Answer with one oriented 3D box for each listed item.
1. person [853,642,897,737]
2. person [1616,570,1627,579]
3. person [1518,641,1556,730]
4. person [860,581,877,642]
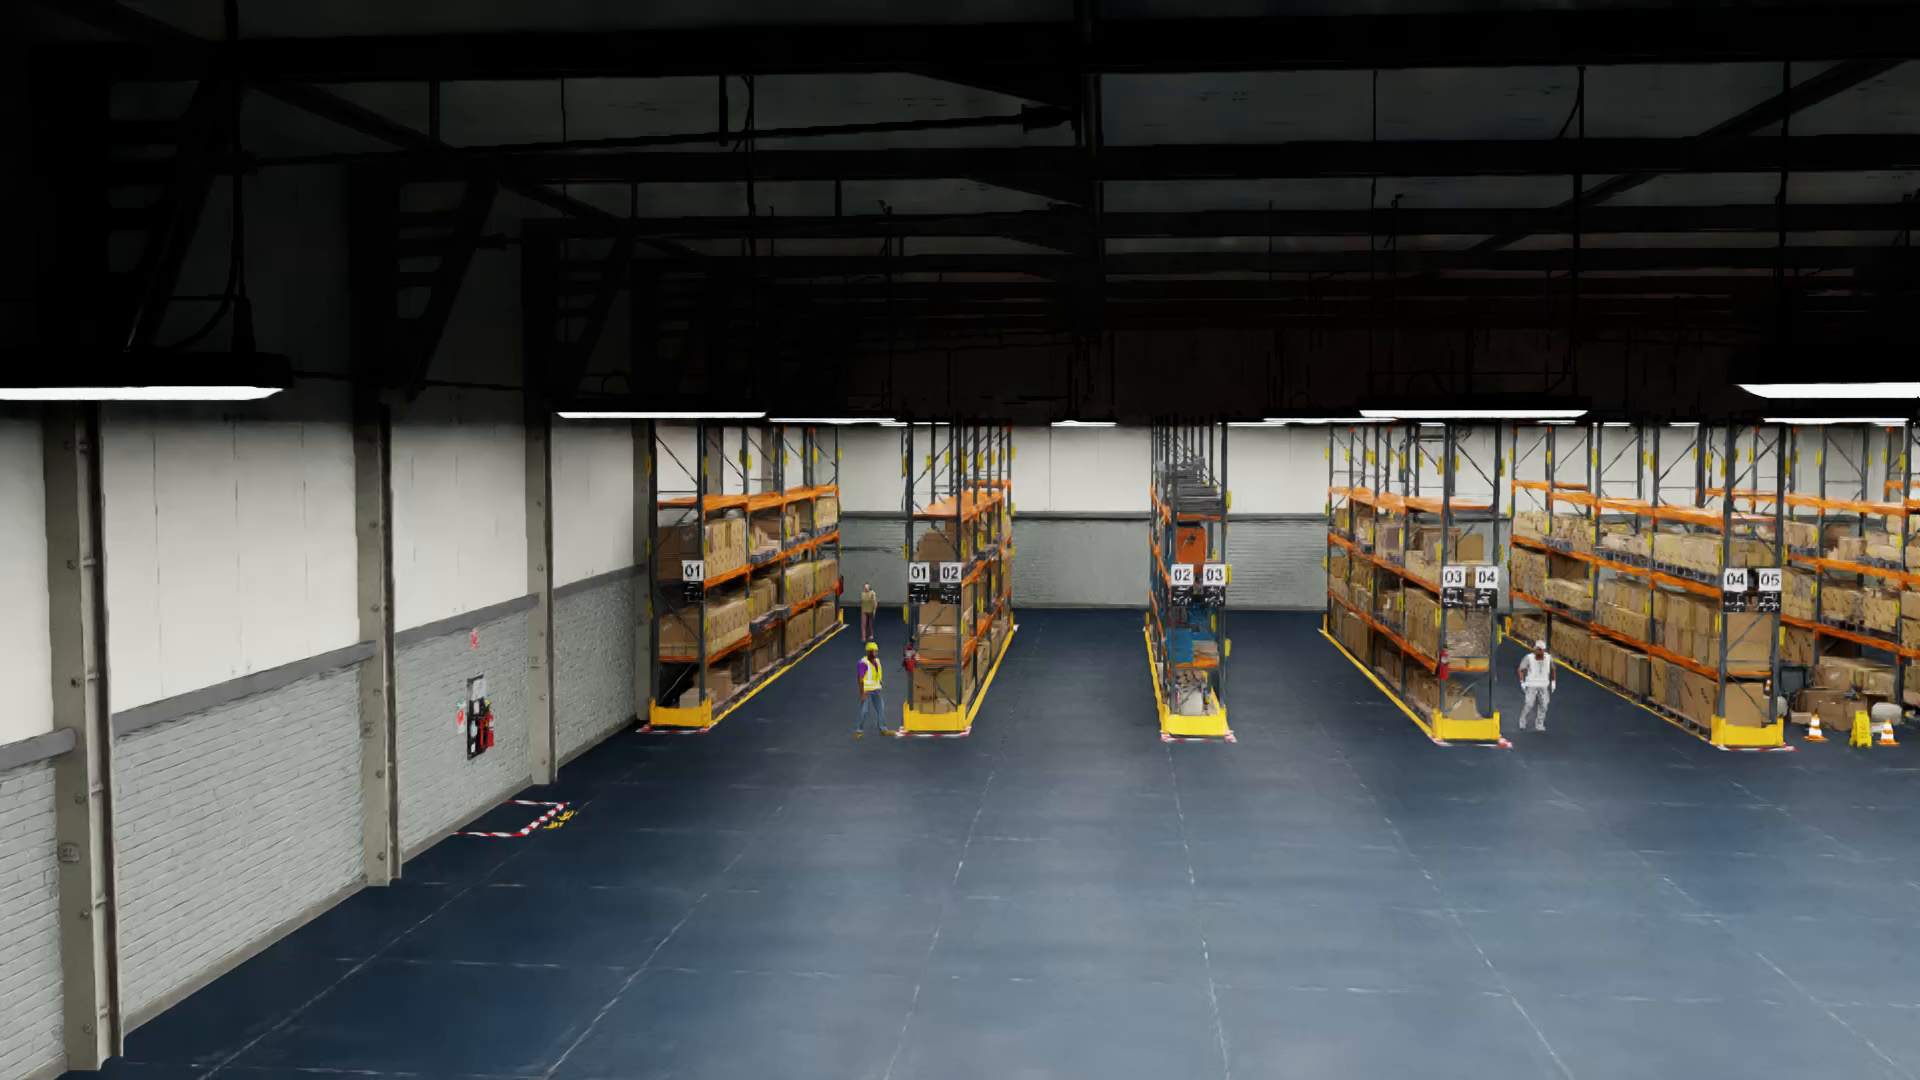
[{"bbox_3d":[-1.610,2.762,30.748,0.567,1.755,0.744,4,5,43],"label":"person"},{"bbox_3d":[18.643,1.700,46.770,0.586,1.769,0.689,-2,4,-23],"label":"person"},{"bbox_3d":[10.905,2.749,31.422,0.670,1.735,0.549,0,4,3],"label":"person"},{"bbox_3d":[-2.458,1.912,44.602,0.458,1.612,1.019,0,4,4],"label":"person"}]
